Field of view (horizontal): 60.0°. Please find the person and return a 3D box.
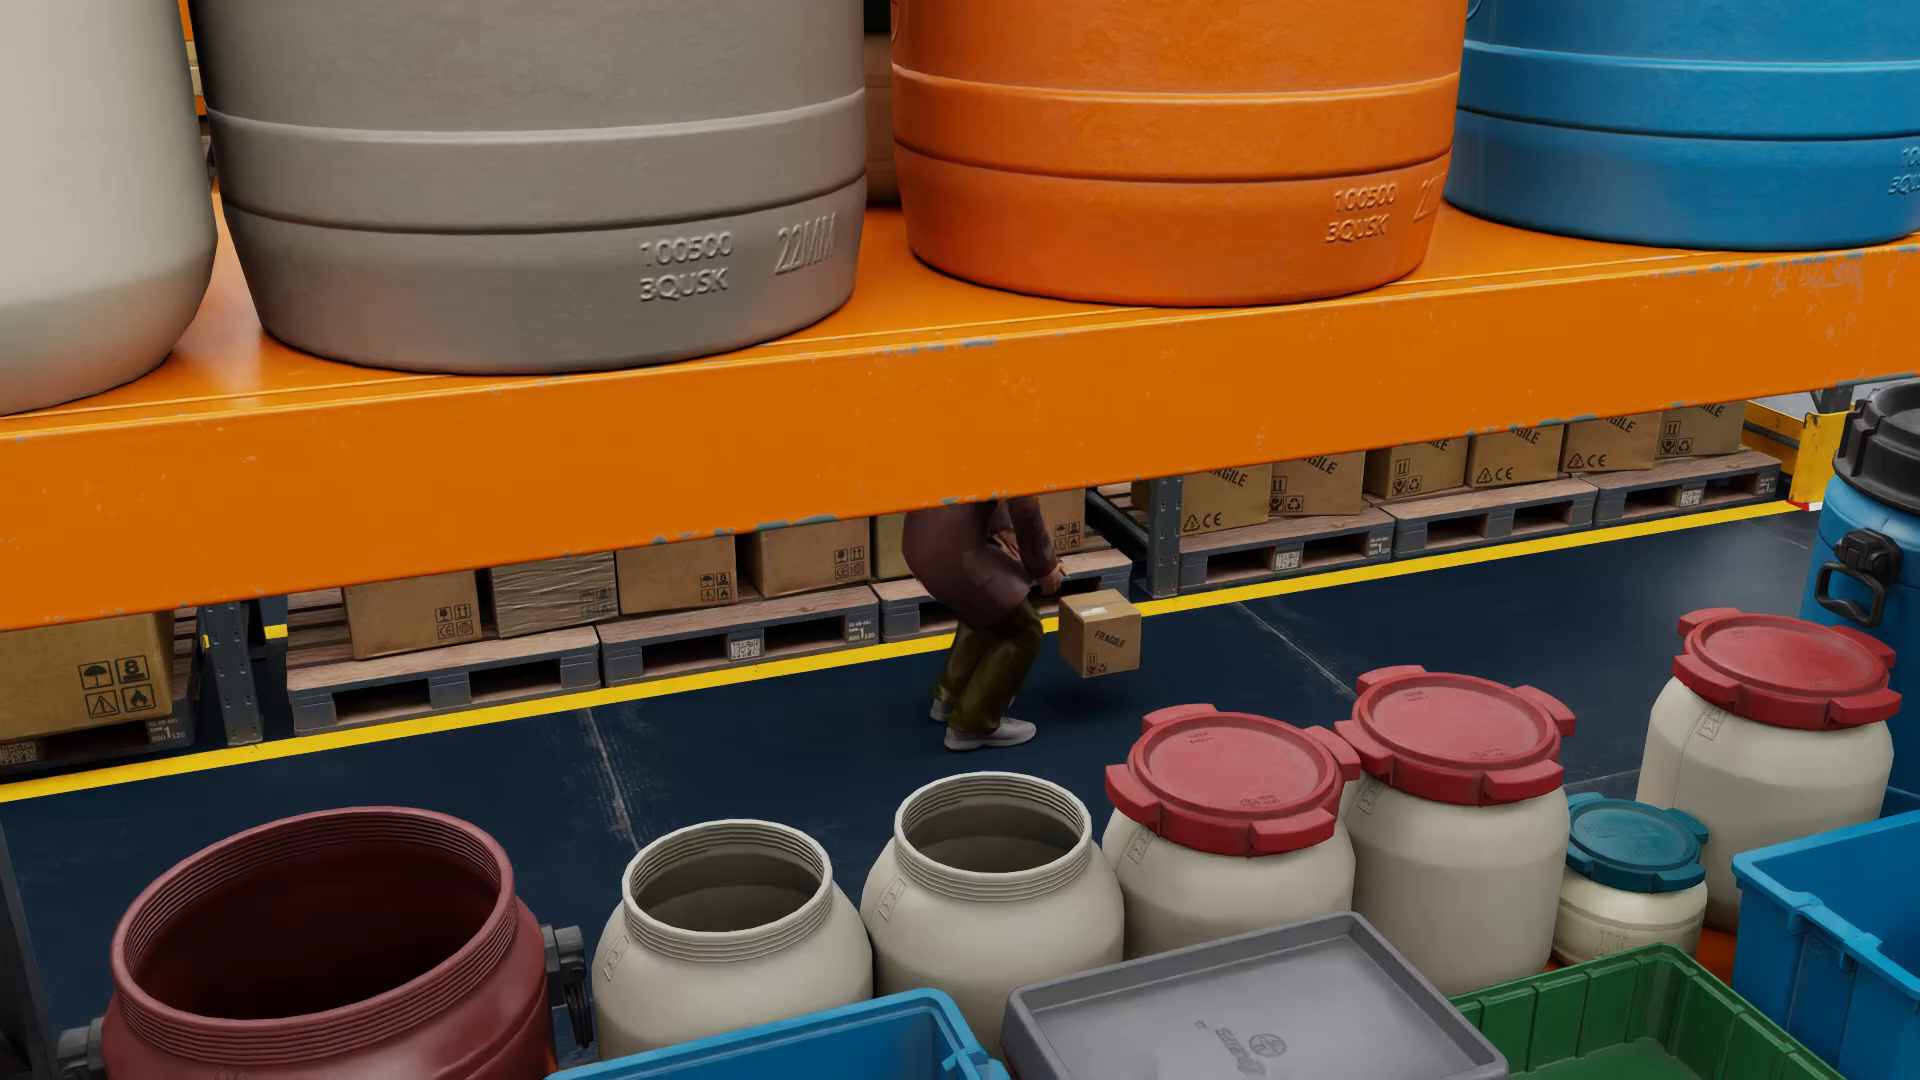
[{"bbox_3d":[0.082,0.022,6.384,0.635,1.538,0.628,-8,24,-19],"label":"person"}]
